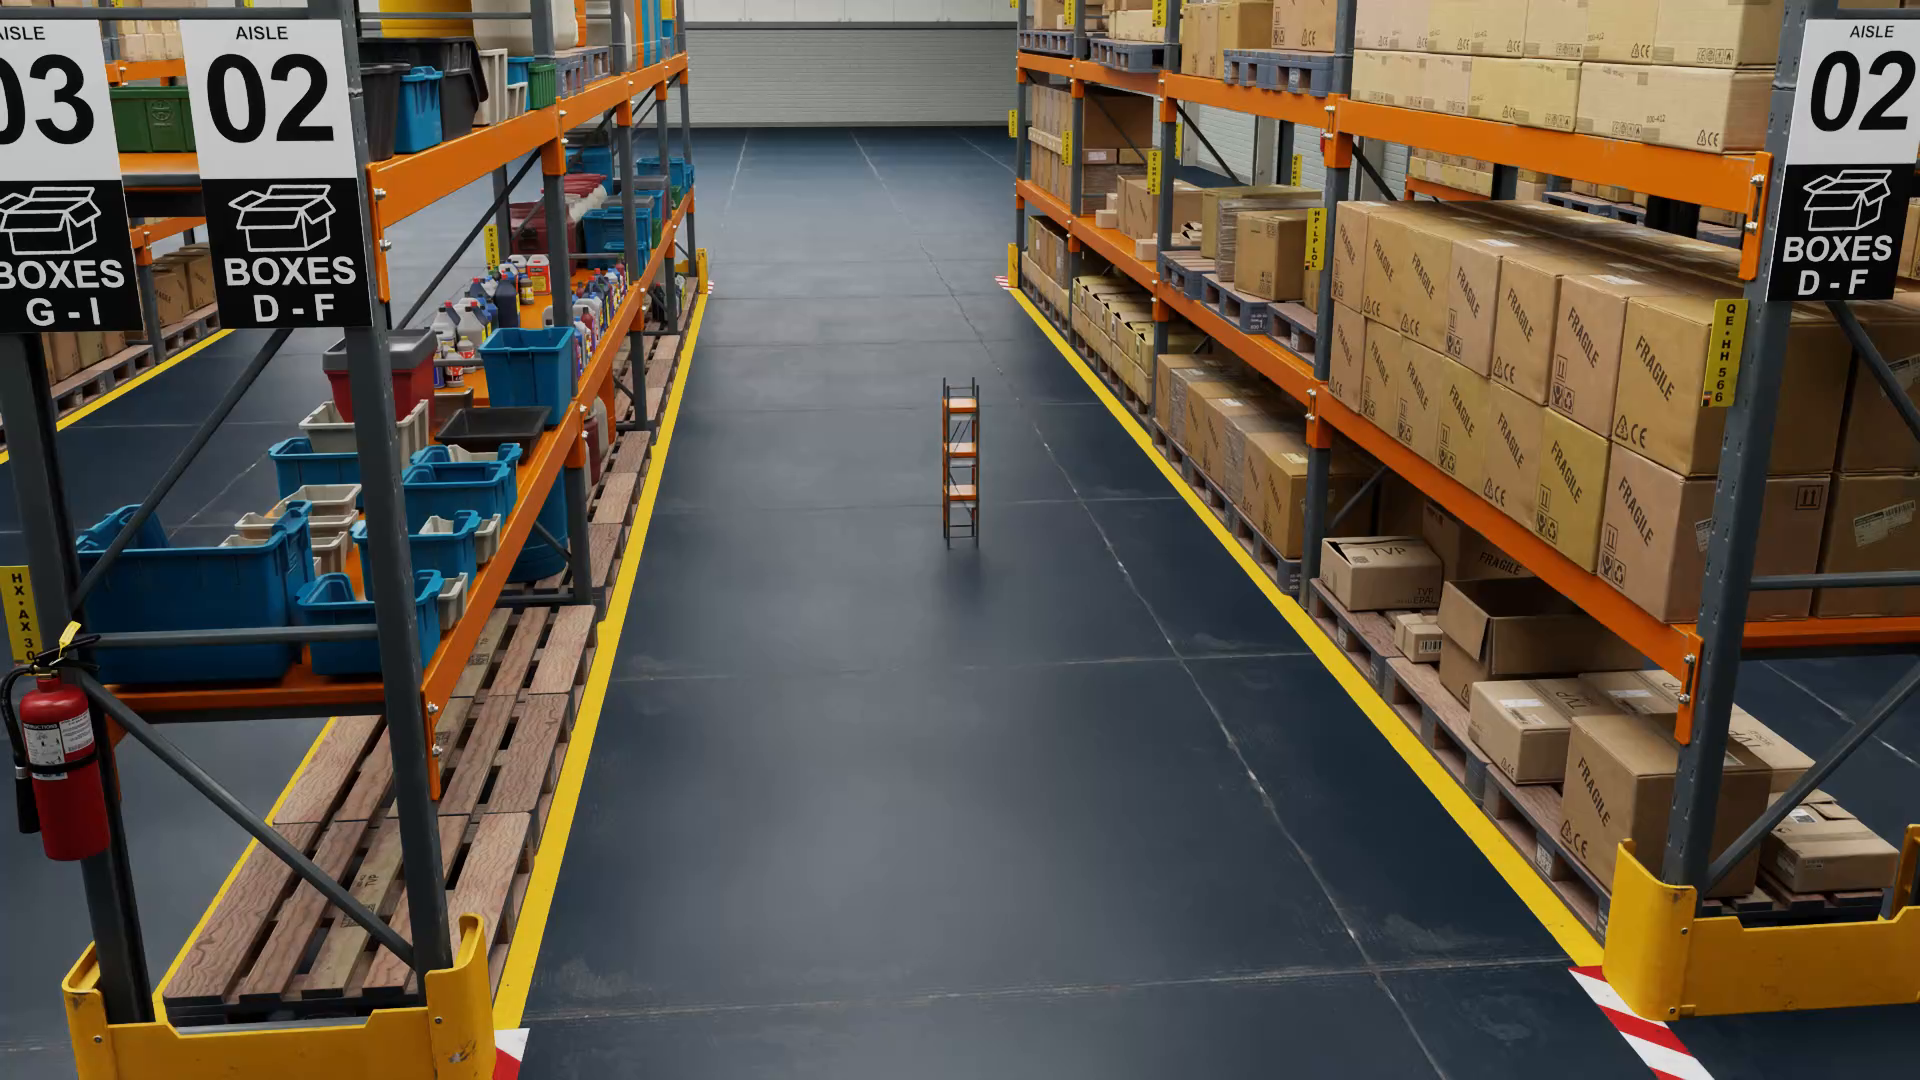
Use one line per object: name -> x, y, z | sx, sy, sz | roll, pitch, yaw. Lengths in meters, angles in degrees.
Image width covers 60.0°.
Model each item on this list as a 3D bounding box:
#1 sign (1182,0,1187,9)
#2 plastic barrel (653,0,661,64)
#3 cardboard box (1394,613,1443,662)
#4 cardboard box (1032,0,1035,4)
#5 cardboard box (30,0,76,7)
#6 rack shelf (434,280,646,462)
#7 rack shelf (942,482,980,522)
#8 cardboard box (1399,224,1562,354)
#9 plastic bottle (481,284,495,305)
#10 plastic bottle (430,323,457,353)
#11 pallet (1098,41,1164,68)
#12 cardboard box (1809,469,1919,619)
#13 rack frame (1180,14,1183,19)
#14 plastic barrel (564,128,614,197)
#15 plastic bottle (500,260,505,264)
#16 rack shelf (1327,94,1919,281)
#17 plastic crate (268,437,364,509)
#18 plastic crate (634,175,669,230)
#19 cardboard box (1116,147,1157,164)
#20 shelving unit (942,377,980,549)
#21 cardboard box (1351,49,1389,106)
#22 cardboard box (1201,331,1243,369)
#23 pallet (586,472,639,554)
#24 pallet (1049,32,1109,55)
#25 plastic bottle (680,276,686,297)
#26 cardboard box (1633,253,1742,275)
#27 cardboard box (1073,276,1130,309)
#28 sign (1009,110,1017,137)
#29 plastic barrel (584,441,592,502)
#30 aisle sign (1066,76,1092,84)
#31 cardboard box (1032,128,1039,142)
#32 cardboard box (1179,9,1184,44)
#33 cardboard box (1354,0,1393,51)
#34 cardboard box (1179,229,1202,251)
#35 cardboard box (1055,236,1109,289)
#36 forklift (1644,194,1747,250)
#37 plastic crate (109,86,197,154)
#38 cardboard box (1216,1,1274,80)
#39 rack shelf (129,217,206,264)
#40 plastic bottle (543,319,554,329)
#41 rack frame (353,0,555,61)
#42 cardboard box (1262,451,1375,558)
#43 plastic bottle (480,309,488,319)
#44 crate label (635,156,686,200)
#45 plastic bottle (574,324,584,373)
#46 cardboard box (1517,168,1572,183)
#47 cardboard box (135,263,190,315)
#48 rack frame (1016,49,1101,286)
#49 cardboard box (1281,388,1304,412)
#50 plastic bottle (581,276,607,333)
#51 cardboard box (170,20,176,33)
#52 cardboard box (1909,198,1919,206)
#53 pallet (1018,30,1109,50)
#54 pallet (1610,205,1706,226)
sign -> 2.151, -5.290, 16.124 | 0.100, 0.325, 0.005 | -2, 18, -6
plastic barrel -> -3.047, -4.816, 15.166 | 0.600, 0.901, 0.708 | -2, 18, -6
cardboard box -> 2.364, 0.472, 8.162 | 0.380, 0.166, 0.250 | -2, 18, -6
cardboard box -> 1.254, -6.211, 19.337 | 0.797, 0.503, 0.637 | -1, 17, -2
cardboard box -> -8.292, -4.676, 14.681 | 0.797, 0.503, 0.637 | -3, 18, -8
rack shelf -> -2.697, -1.160, 10.565 | 1.077, 0.370, 4.000 | -2, 18, -6
rack shelf -> 0.005, -0.210, 10.555 | 0.215, 0.259, 0.240 | -2, 18, -6
cardboard box -> 2.312, -1.128, 7.426 | 0.500, 0.500, 0.500 | -2, 18, -7
plastic bottle -> -3.037, -1.488, 10.616 | 0.152, 0.276, 0.135 | -2, 18, -6
plastic bottle -> -2.890, -1.064, 9.267 | 0.152, 0.276, 0.135 | -2, 18, -6
pallet -> 1.747, -4.125, 14.115 | 1.003, 0.211, 1.213 | -1, 17, -3
cardboard box -> 3.066, -0.056, 5.679 | 0.500, 0.500, 0.500 | -1, 17, -4
rack frame -> 2.028, -5.113, 11.941 | 0.949, 2.616, 0.053 | -2, 18, -6
plastic barrel -> -3.577, -3.406, 15.680 | 0.600, 0.901, 0.708 | -2, 18, -6
plastic bottle -> -3.191, -1.805, 11.614 | 0.061, 0.283, 0.133 | -2, 18, -6
rack shelf -> 2.643, -1.551, 6.804 | 1.077, 0.370, 4.000 | -2, 18, -6
plastic crate -> -2.545, -0.268, 6.703 | 0.416, 0.233, 0.300 | -2, 18, -6
plastic crate -> -2.961, -3.187, 15.712 | 0.402, 0.464, 0.583 | -2, 18, -6
cardboard box -> 1.777, -3.886, 16.797 | 0.380, 0.149, 0.250 | -2, 18, -6
shelving unit -> 0.005, -0.485, 10.469 | 0.215, 1.050, 0.252 | -2, 18, -6
cardboard box -> 2.241, -2.266, 8.131 | 0.500, 0.250, 0.500 | -2, 18, -6
cardboard box -> 2.262, -1.572, 13.630 | 0.500, 0.311, 0.500 | -1, 17, -4
pallet -> -2.658, -0.172, 10.874 | 1.003, 0.211, 1.213 | -2, 18, -6
pallet -> 1.498, -5.085, 17.006 | 1.003, 0.211, 1.213 | -2, 18, -6
plastic bottle -> -3.104, -2.783, 18.348 | 0.152, 0.276, 0.135 | -2, 18, -5
cardboard box -> 2.958, -0.837, 6.500 | 0.500, 0.500, 0.500 | -2, 17, -5
cardboard box -> 1.407, -2.468, 16.484 | 0.500, 0.311, 0.500 | -2, 18, -5
sign -> 0.647, -5.070, 20.241 | 0.100, 0.325, 0.005 | -2, 18, -6
plastic barrel -> -2.572, -0.465, 10.604 | 0.421, 0.512, 0.421 | 0, 17, 0
aisle sign -> 1.485, -5.903, 20.133 | 0.394, 0.787, 0.004 | -2, 18, -6
cardboard box -> 1.055, -4.790, 19.675 | 0.380, 0.149, 0.250 | -2, 18, -7
cardboard box -> 1.922, -3.944, 12.775 | 0.500, 0.250, 0.500 | -3, 18, -10
cardboard box -> 2.240, -2.505, 8.056 | 0.500, 0.250, 0.500 | -2, 18, -6
cardboard box -> 2.030, -2.318, 13.202 | 0.500, 0.311, 0.500 | -1, 17, -2
cardboard box -> 1.307, -2.970, 17.766 | 0.500, 0.500, 0.500 | -2, 18, -6
forklift -> 5.144, -1.535, 10.672 | 3.031, 2.935, 1.130 | -10, 20, -30
plastic crate -> -2.464, -1.331, 5.254 | 0.450, 0.188, 0.336 | -2, 18, -6
cardboard box -> 2.209, -3.294, 10.987 | 0.910, 0.500, 0.500 | -2, 18, -6
rack shelf -> -8.448, -3.390, 17.670 | 1.077, 0.370, 4.000 | -2, 18, -6
plastic bottle -> -2.208, -1.011, 8.971 | 0.144, 0.351, 0.185 | -2, 18, -6
rack frame -> -2.490, -3.770, 7.661 | 1.000, 3.000, 0.127 | -2, 18, -6
cardboard box -> 2.101, -0.215, 9.792 | 0.500, 0.500, 0.500 | -2, 18, -6
plastic bottle -> -2.820, -1.222, 9.776 | 0.097, 0.271, 0.097 | 0, 17, 0
crate label -> -3.269, -3.959, 18.222 | 0.502, 0.435, 0.616 | -2, 18, -6
plastic bottle -> -2.158, -1.071, 9.295 | 0.097, 0.271, 0.097 | 0, 17, 0
cardboard box -> 6.182, -4.024, 17.452 | 0.500, 0.500, 0.500 | -2, 18, -6
cardboard box -> -8.452, -2.619, 17.483 | 0.500, 0.500, 0.500 | -3, 18, -11
rack frame -> 1.199, -4.635, 20.431 | 1.000, 3.000, 0.127 | -2, 18, -6
cardboard box -> 2.474, -1.033, 11.148 | 0.500, 0.250, 0.500 | -2, 18, -7
plastic bottle -> -2.311, -1.484, 10.479 | 0.144, 0.351, 0.185 | -2, 18, -6
cardboard box -> -8.141, -5.181, 16.750 | 0.380, 0.149, 0.250 | -2, 18, -7
cardboard box -> 6.853, -2.510, 11.715 | 0.500, 0.250, 0.500 | -2, 18, -5
pallet -> 1.246, -5.812, 19.322 | 1.003, 0.211, 1.213 | -2, 18, -6
pallet -> 6.706, -2.902, 15.234 | 1.003, 0.211, 1.213 | -2, 18, -6
